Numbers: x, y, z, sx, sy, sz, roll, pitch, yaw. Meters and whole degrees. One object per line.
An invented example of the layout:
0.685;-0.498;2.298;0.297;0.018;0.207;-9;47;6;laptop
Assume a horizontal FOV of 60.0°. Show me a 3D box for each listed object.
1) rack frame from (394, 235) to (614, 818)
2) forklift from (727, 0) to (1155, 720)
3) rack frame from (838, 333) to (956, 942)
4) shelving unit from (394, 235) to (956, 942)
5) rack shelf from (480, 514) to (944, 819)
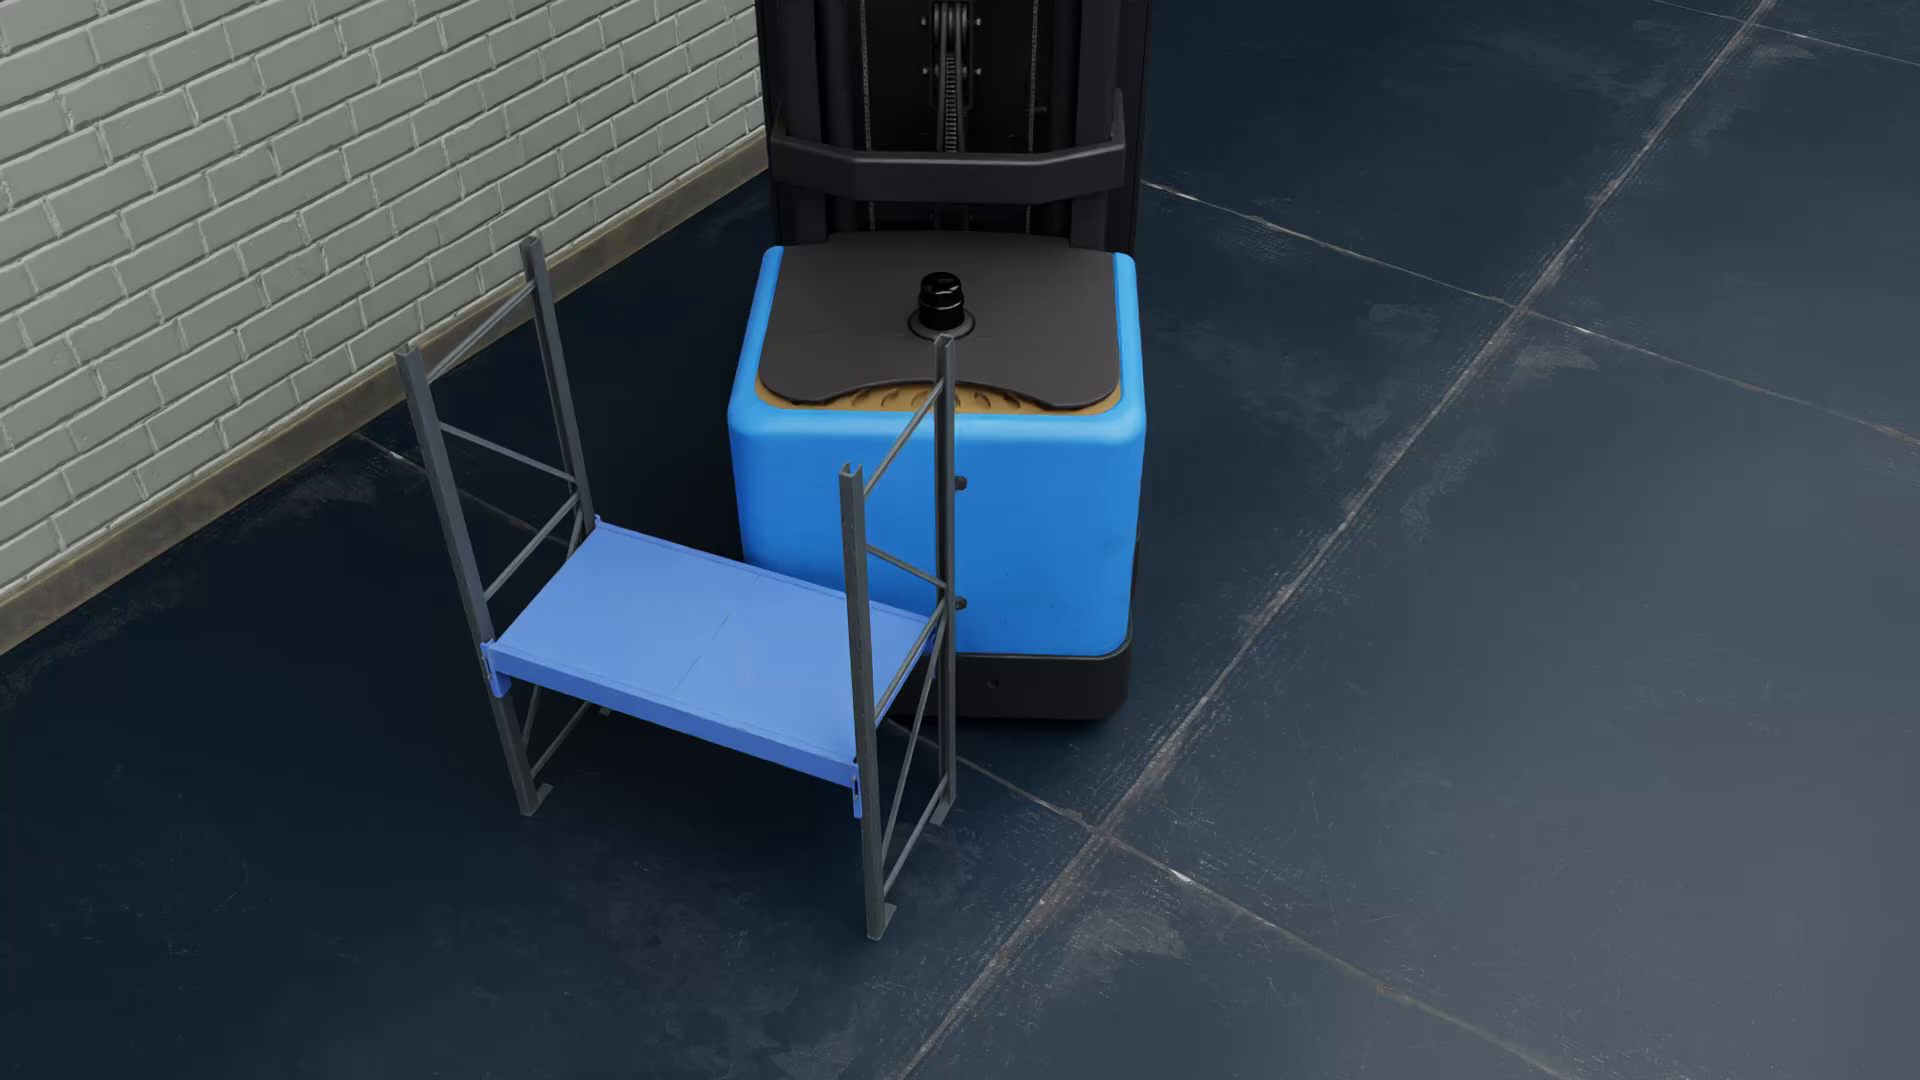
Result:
-1.060;0.023;4.100;0.032;1.500;0.500;15;44;17;rack frame
-0.005;-1.561;4.797;1.130;2.935;3.031;1;42;2;forklift
-0.121;0.283;3.809;0.032;1.500;0.500;15;44;17;rack frame
-0.590;0.153;3.955;1.048;1.500;0.538;15;44;17;shelving unit
-0.590;0.287;4.075;1.000;0.185;0.538;15;44;17;rack shelf
